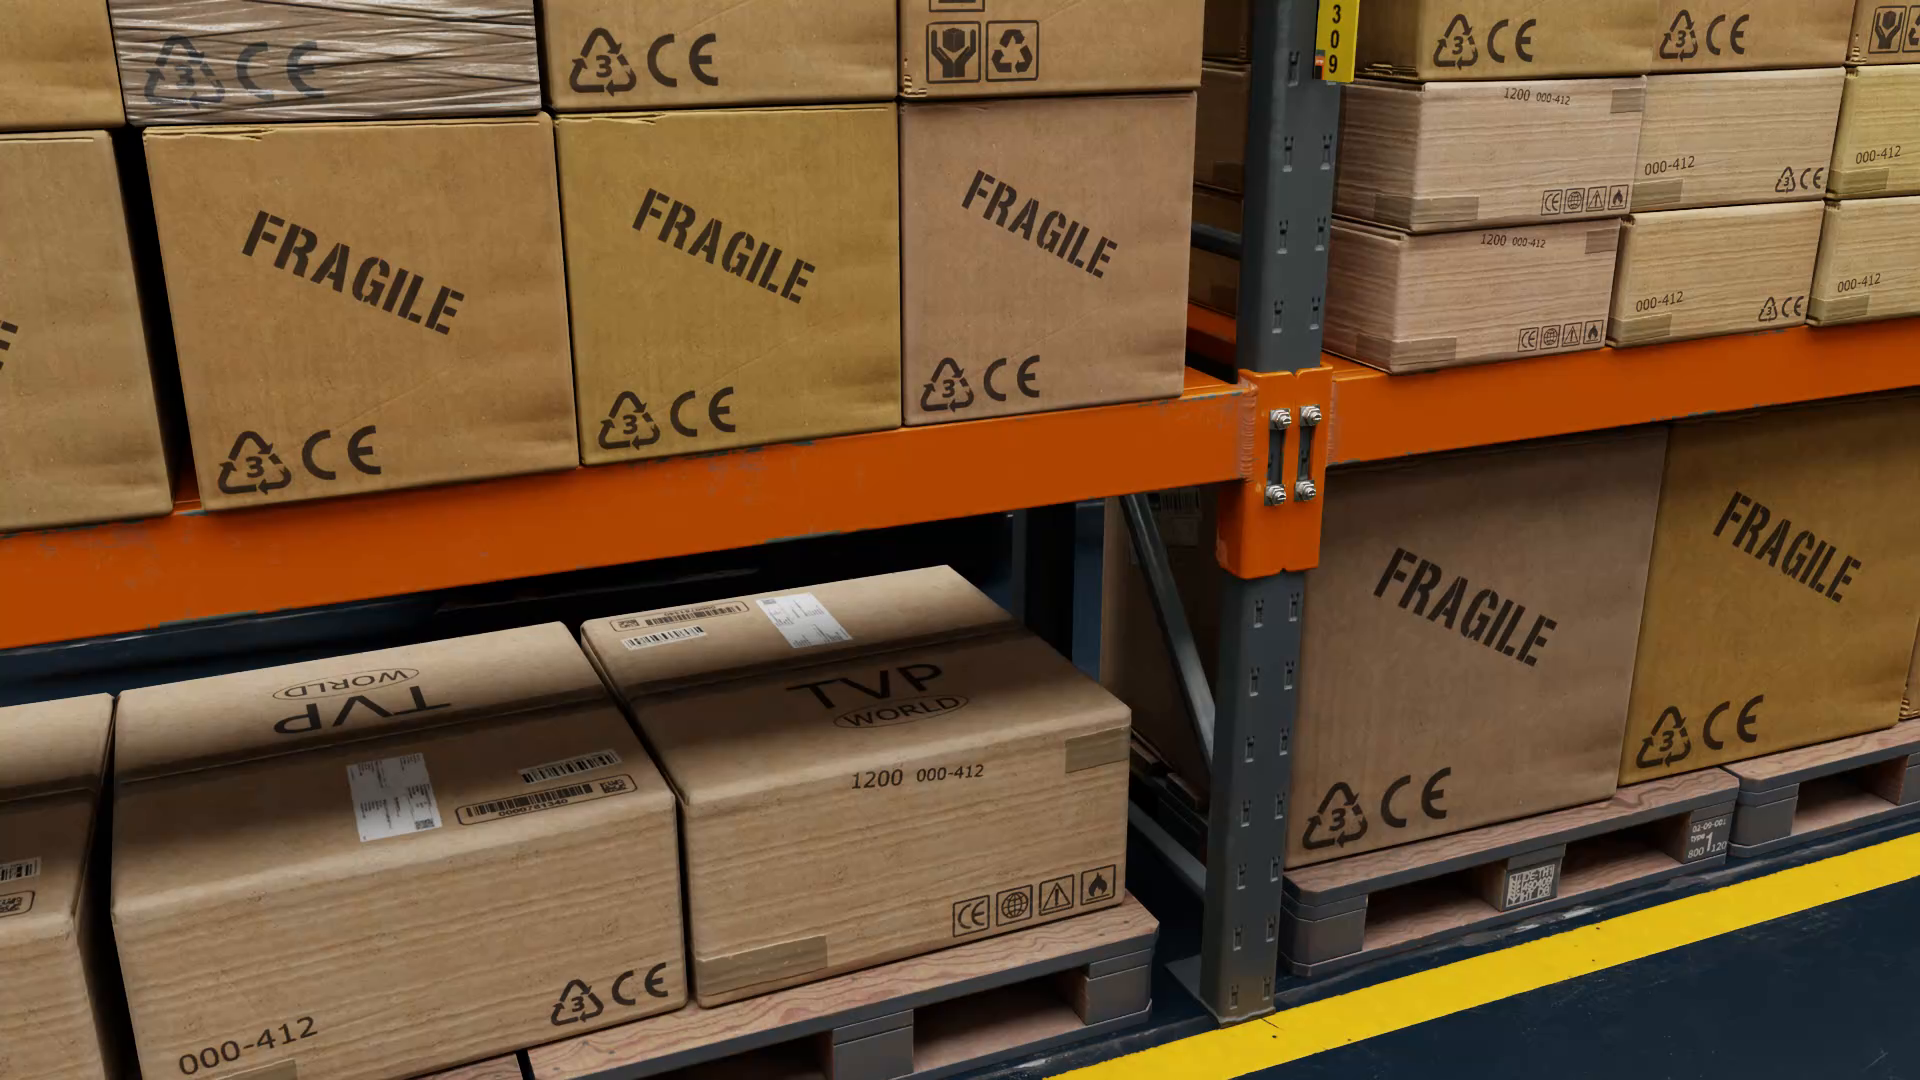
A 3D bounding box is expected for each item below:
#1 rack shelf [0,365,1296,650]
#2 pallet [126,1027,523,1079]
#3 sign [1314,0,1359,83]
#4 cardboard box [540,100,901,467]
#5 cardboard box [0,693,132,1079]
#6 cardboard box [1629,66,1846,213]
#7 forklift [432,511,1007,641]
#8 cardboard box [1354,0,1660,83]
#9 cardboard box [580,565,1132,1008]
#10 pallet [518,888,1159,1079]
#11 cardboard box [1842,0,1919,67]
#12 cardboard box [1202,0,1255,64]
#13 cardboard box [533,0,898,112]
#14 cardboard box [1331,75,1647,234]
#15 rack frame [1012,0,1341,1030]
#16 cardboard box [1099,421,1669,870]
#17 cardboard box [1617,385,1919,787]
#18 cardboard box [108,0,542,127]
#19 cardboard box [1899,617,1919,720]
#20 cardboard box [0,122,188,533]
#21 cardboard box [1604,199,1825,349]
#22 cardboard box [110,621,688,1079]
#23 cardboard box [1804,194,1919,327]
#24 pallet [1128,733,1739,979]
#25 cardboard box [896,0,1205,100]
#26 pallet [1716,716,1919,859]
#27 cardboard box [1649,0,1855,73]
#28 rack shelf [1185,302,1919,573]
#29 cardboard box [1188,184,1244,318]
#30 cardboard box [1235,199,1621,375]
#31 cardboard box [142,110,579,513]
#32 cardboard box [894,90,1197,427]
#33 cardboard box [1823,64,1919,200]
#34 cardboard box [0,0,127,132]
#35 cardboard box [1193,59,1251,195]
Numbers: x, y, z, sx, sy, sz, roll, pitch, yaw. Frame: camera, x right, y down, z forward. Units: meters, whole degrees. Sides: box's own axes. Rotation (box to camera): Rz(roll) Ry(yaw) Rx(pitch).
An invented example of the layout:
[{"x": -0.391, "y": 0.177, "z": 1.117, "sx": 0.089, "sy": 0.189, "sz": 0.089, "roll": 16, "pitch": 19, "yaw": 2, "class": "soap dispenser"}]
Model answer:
[{"x": -1.462, "y": -0.007, "z": 2.610, "sx": 4.000, "sy": 0.370, "sz": 1.077, "roll": -8, "pitch": 21, "yaw": -22, "class": "rack shelf"}, {"x": -1.477, "y": 0.944, "z": 3.025, "sx": 1.213, "sy": 0.211, "sz": 1.003, "roll": -8, "pitch": 21, "yaw": -22, "class": "pallet"}, {"x": 0.596, "y": -0.886, "z": 2.600, "sx": 0.005, "sy": 0.325, "sz": 0.100, "roll": -8, "pitch": 21, "yaw": -22, "class": "sign"}, {"x": -0.420, "y": -0.449, "z": 2.629, "sx": 0.500, "sy": 0.500, "sz": 0.500, "roll": -9, "pitch": 21, "yaw": -23, "class": "cardboard box"}, {"x": -1.895, "y": 0.687, "z": 2.781, "sx": 0.875, "sy": 0.438, "sz": 0.875, "roll": -8, "pitch": 21, "yaw": -20, "class": "cardboard box"}, {"x": 1.358, "y": -0.824, "z": 3.318, "sx": 0.500, "sy": 0.250, "sz": 0.500, "roll": -8, "pitch": 21, "yaw": -21, "class": "cardboard box"}, {"x": -1.414, "y": -1.235, "z": 5.115, "sx": 3.031, "sy": 2.935, "sz": 1.130, "roll": -7, "pitch": 20, "yaw": -18, "class": "forklift"}, {"x": 0.892, "y": -1.099, "z": 2.970, "sx": 0.500, "sy": 0.500, "sz": 0.500, "roll": -8, "pitch": 21, "yaw": -21, "class": "cardboard box"}, {"x": -0.245, "y": 0.451, "z": 3.451, "sx": 0.875, "sy": 0.438, "sz": 0.875, "roll": -8, "pitch": 21, "yaw": -23, "class": "cardboard box"}, {"x": -0.355, "y": 0.782, "z": 3.484, "sx": 1.213, "sy": 0.211, "sz": 1.003, "roll": -8, "pitch": 21, "yaw": -22, "class": "pallet"}, {"x": 1.810, "y": -1.239, "z": 3.369, "sx": 0.500, "sy": 0.500, "sz": 0.500, "roll": -9, "pitch": 21, "yaw": -23, "class": "cardboard box"}, {"x": 0.685, "y": -1.264, "z": 3.439, "sx": 0.500, "sy": 0.500, "sz": 0.500, "roll": -7, "pitch": 21, "yaw": -20, "class": "cardboard box"}, {"x": -0.419, "y": -0.918, "z": 2.457, "sx": 0.500, "sy": 0.500, "sz": 0.500, "roll": -8, "pitch": 21, "yaw": -23, "class": "cardboard box"}, {"x": 0.890, "y": -0.747, "z": 3.099, "sx": 0.500, "sy": 0.250, "sz": 0.500, "roll": -9, "pitch": 21, "yaw": -23, "class": "cardboard box"}, {"x": 0.374, "y": -0.610, "z": 3.237, "sx": 0.127, "sy": 3.000, "sz": 1.000, "roll": -8, "pitch": 21, "yaw": -22, "class": "rack frame"}, {"x": 0.912, "y": 0.088, "z": 3.821, "sx": 0.875, "sy": 0.875, "sz": 0.875, "roll": -7, "pitch": 21, "yaw": -20, "class": "cardboard box"}, {"x": 1.738, "y": -0.033, "z": 4.166, "sx": 0.875, "sy": 0.875, "sz": 0.875, "roll": -8, "pitch": 21, "yaw": -20, "class": "cardboard box"}, {"x": -0.882, "y": -0.848, "z": 2.258, "sx": 0.500, "sy": 0.500, "sz": 0.500, "roll": -8, "pitch": 21, "yaw": -21, "class": "cardboard box"}, {"x": 2.560, "y": -0.150, "z": 4.499, "sx": 0.875, "sy": 0.875, "sz": 0.875, "roll": -8, "pitch": 21, "yaw": -21, "class": "cardboard box"}, {"x": -1.363, "y": -0.314, "z": 2.246, "sx": 0.500, "sy": 0.500, "sz": 0.500, "roll": -7, "pitch": 21, "yaw": -20, "class": "cardboard box"}, {"x": 1.358, "y": -0.585, "z": 3.393, "sx": 0.500, "sy": 0.250, "sz": 0.500, "roll": -9, "pitch": 21, "yaw": -23, "class": "cardboard box"}, {"x": -1.066, "y": 0.569, "z": 3.116, "sx": 0.875, "sy": 0.438, "sz": 0.875, "roll": -9, "pitch": 21, "yaw": -24, "class": "cardboard box"}, {"x": 1.834, "y": -0.647, "z": 3.570, "sx": 0.500, "sy": 0.250, "sz": 0.500, "roll": -8, "pitch": 21, "yaw": -22, "class": "cardboard box"}, {"x": 1.053, "y": 0.581, "z": 4.054, "sx": 1.213, "sy": 0.211, "sz": 1.003, "roll": -8, "pitch": 21, "yaw": -22, "class": "pallet"}, {"x": 0.051, "y": -0.982, "z": 2.639, "sx": 0.500, "sy": 0.500, "sz": 0.500, "roll": -8, "pitch": 21, "yaw": -22, "class": "cardboard box"}, {"x": 2.175, "y": 0.419, "z": 4.513, "sx": 1.213, "sy": 0.211, "sz": 1.003, "roll": -8, "pitch": 21, "yaw": -22, "class": "pallet"}, {"x": 1.349, "y": -1.174, "z": 3.184, "sx": 0.500, "sy": 0.500, "sz": 0.500, "roll": -8, "pitch": 21, "yaw": -22, "class": "cardboard box"}, {"x": 2.211, "y": -0.534, "z": 4.104, "sx": 4.000, "sy": 0.370, "sz": 1.077, "roll": -8, "pitch": 21, "yaw": -22, "class": "rack shelf"}, {"x": 0.687, "y": -0.675, "z": 3.648, "sx": 0.500, "sy": 0.250, "sz": 0.500, "roll": -9, "pitch": 21, "yaw": -23, "class": "cardboard box"}, {"x": 0.883, "y": -0.516, "z": 3.198, "sx": 0.500, "sy": 0.250, "sz": 0.500, "roll": -9, "pitch": 21, "yaw": -23, "class": "cardboard box"}, {"x": -0.876, "y": -0.378, "z": 2.428, "sx": 0.500, "sy": 0.500, "sz": 0.500, "roll": -8, "pitch": 21, "yaw": -23, "class": "cardboard box"}, {"x": 0.050, "y": -0.518, "z": 2.826, "sx": 0.500, "sy": 0.500, "sz": 0.500, "roll": -8, "pitch": 21, "yaw": -21, "class": "cardboard box"}, {"x": 1.832, "y": -0.882, "z": 3.484, "sx": 0.500, "sy": 0.250, "sz": 0.500, "roll": -8, "pitch": 21, "yaw": -21, "class": "cardboard box"}, {"x": -1.346, "y": -0.785, "z": 2.078, "sx": 0.500, "sy": 0.500, "sz": 0.500, "roll": -8, "pitch": 21, "yaw": -22, "class": "cardboard box"}, {"x": 0.683, "y": -0.907, "z": 3.554, "sx": 0.500, "sy": 0.250, "sz": 0.500, "roll": -8, "pitch": 21, "yaw": -22, "class": "cardboard box"}]
